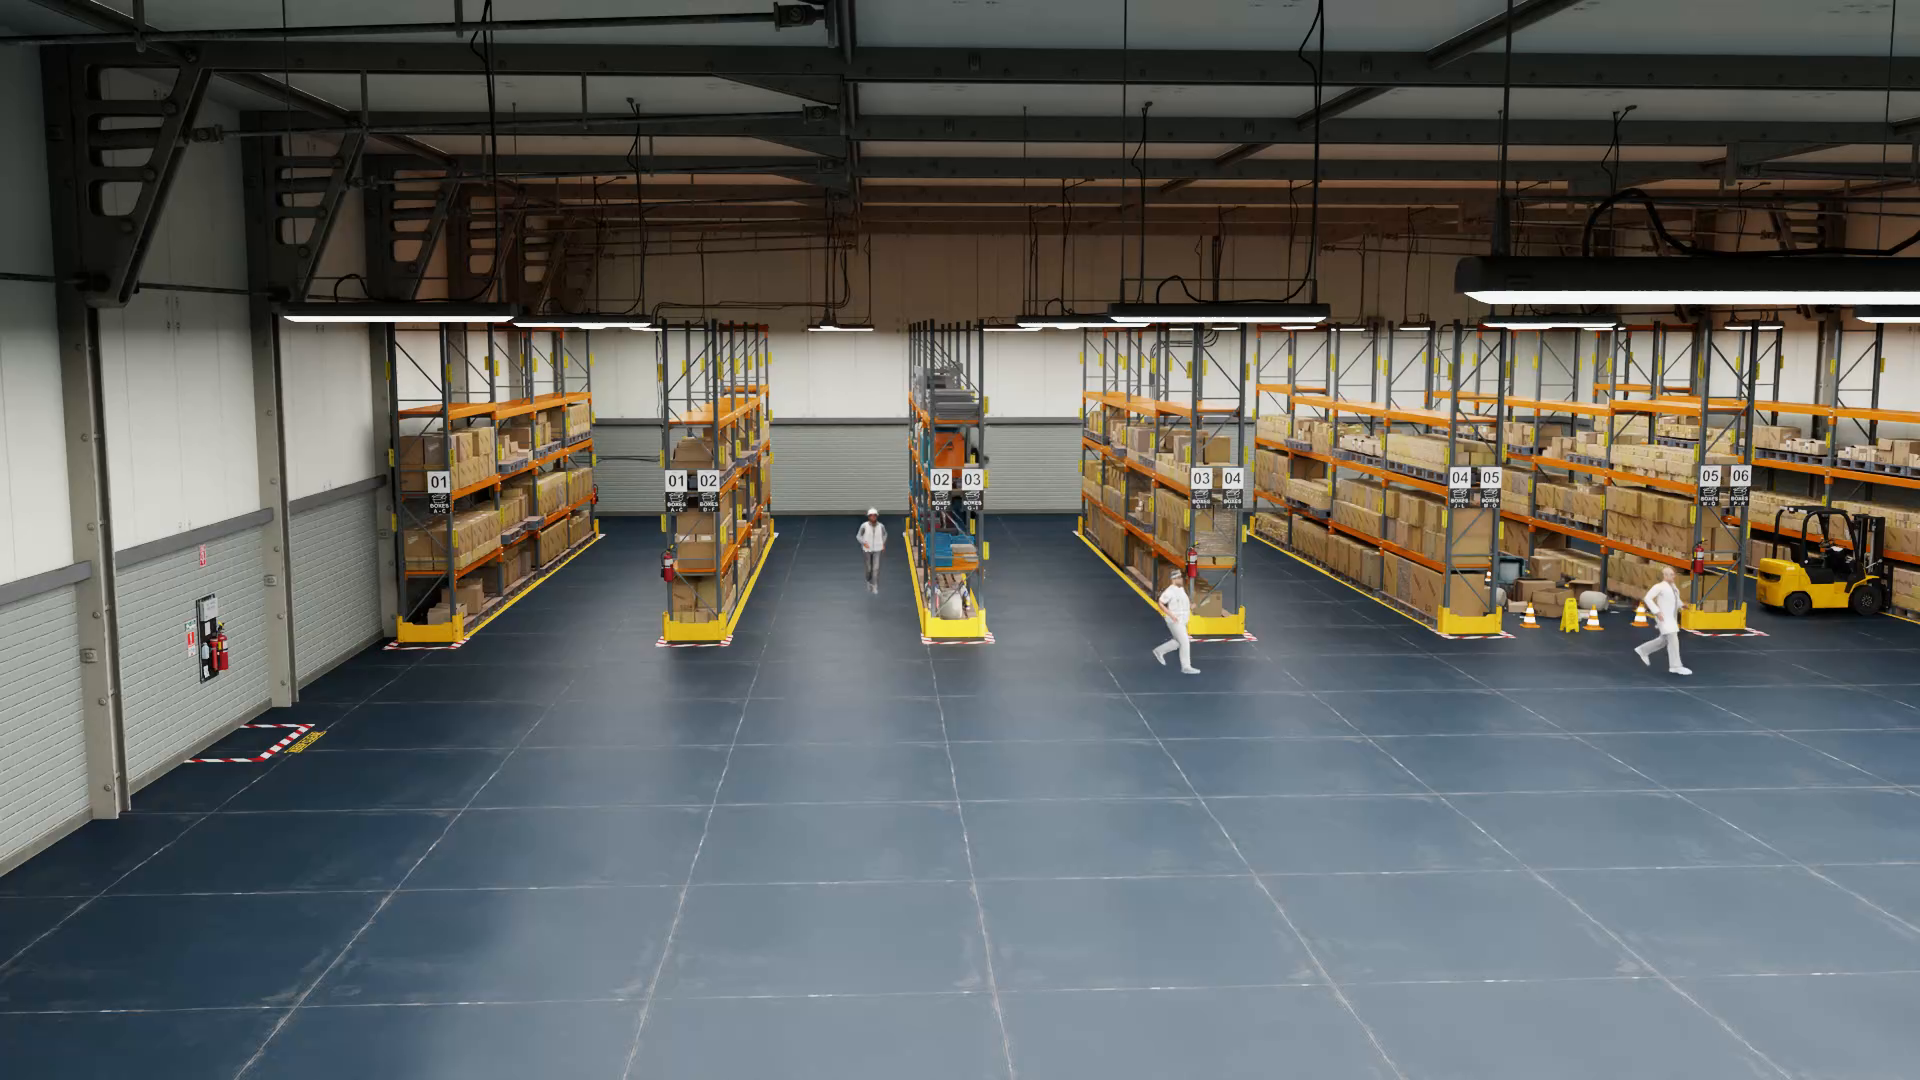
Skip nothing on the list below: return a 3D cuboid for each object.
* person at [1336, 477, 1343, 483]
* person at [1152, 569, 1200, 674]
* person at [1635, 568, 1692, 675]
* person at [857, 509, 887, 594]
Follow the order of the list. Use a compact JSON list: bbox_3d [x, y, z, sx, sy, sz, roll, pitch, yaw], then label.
[{"bbox_3d":[10.676,-0.883,46.746,0.545,1.753,0.768,-3,8,-21],"label":"person"},{"bbox_3d":[3.667,1.363,28.231,0.920,1.754,0.675,4,8,29],"label":"person"},{"bbox_3d":[11.961,1.346,28.218,0.728,1.761,1.034,-6,10,-42],"label":"person"},{"bbox_3d":[-1.852,0.228,35.194,0.665,1.786,0.765,-1,7,-8],"label":"person"}]
